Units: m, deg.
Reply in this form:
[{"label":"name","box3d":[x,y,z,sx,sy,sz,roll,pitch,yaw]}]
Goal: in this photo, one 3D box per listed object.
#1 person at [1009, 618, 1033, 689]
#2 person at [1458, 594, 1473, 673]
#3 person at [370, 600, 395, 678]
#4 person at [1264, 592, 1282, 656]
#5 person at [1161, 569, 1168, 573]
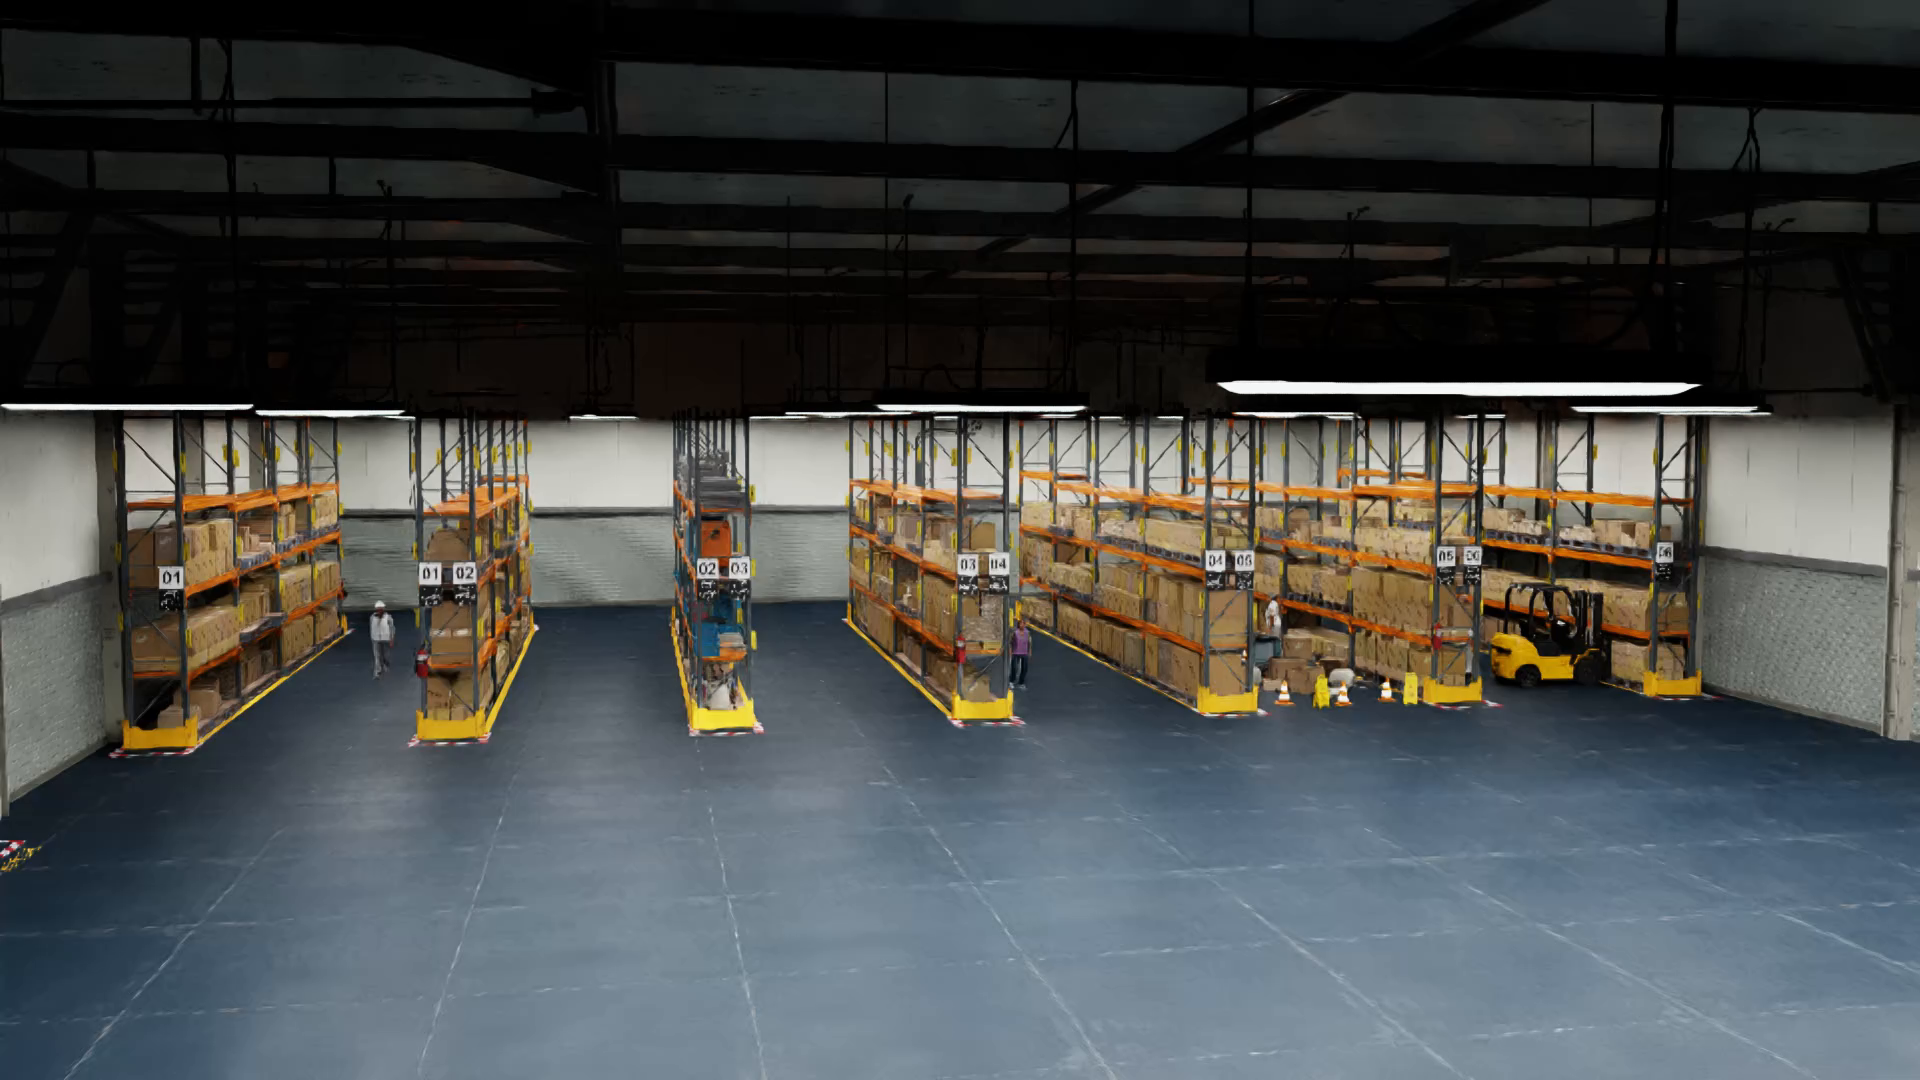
[{"label":"person","box3d":[1.271,2.428,35.605,0.566,1.541,0.519,-1,4,-14]},{"label":"person","box3d":[11.460,2.104,37.941,0.628,1.745,0.670,1,4,19]},{"label":"person","box3d":[-12.960,2.210,37.311,0.555,1.725,1.029,-1,4,-12]},{"label":"person","box3d":[7.448,2.061,39.710,0.551,1.657,0.598,1,4,14]},{"label":"person","box3d":[5.703,1.621,46.515,0.361,1.630,0.454,0,4,6]}]
